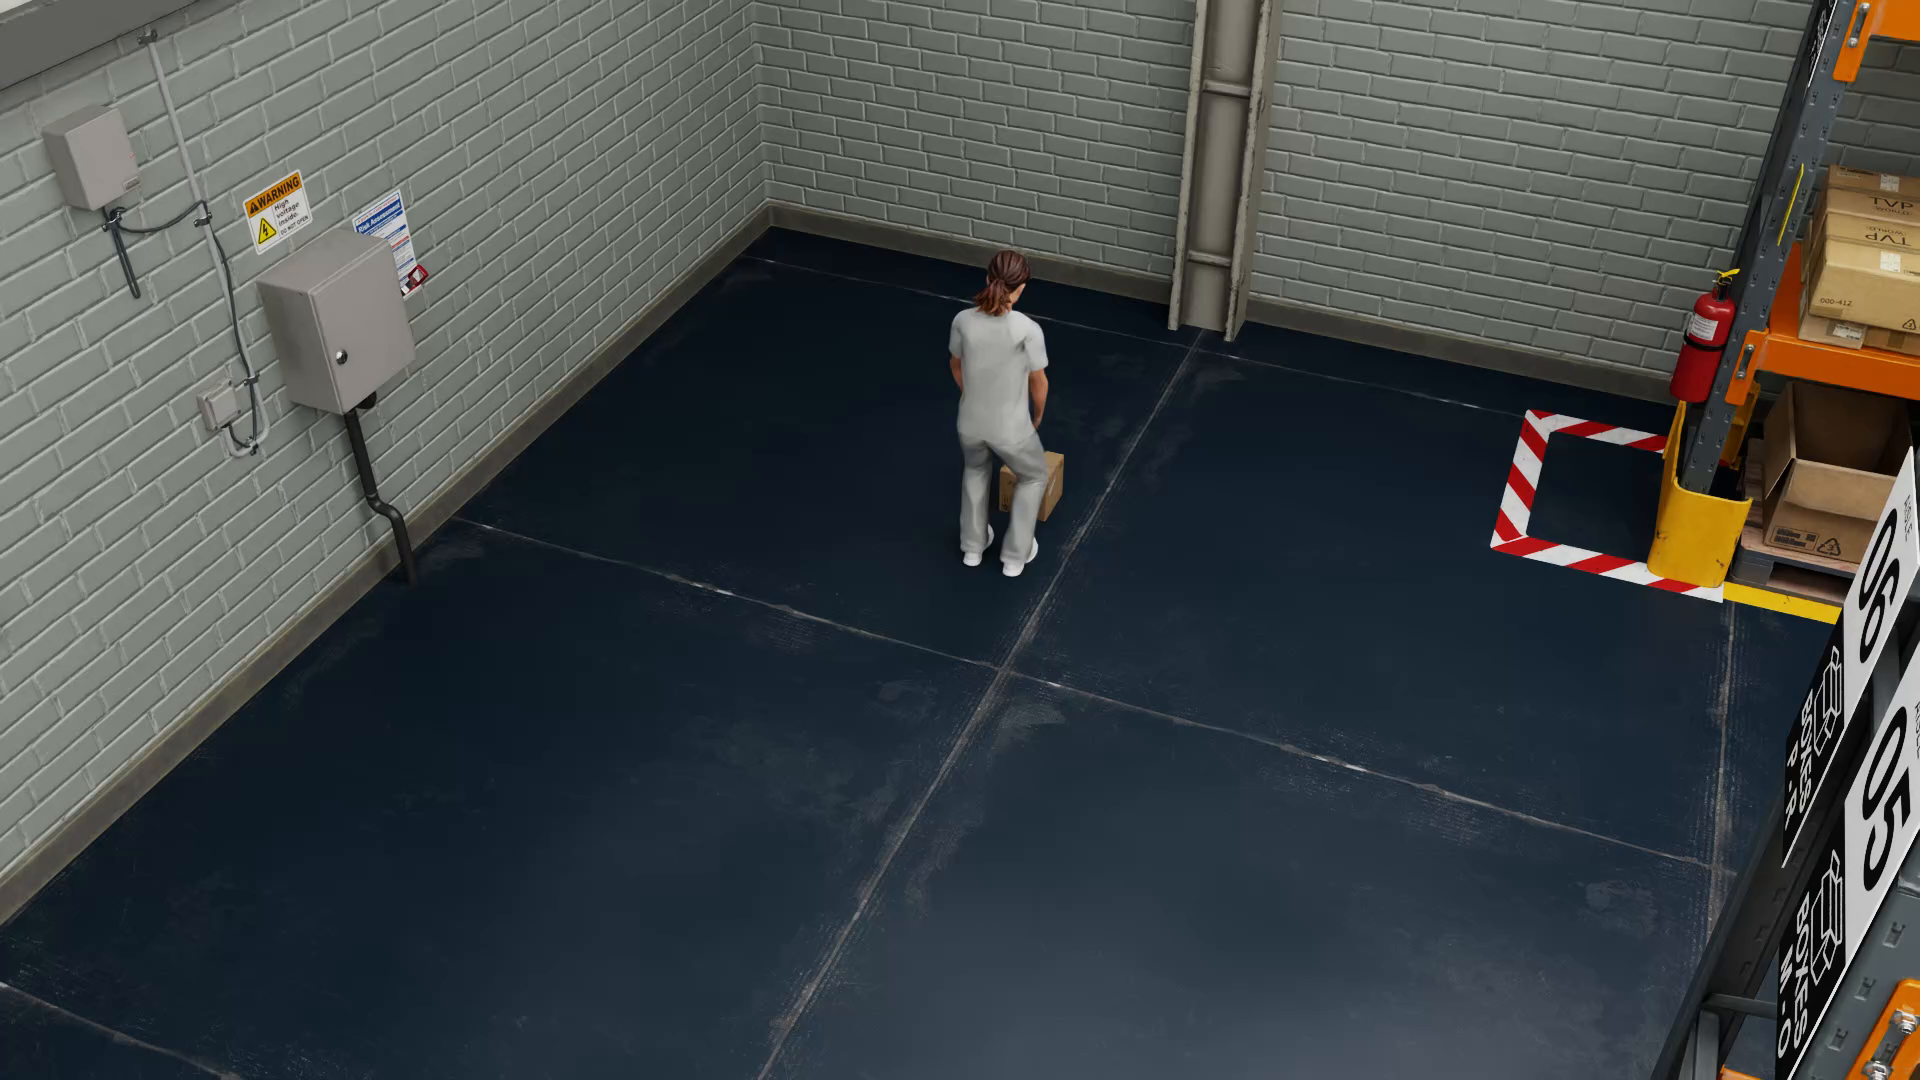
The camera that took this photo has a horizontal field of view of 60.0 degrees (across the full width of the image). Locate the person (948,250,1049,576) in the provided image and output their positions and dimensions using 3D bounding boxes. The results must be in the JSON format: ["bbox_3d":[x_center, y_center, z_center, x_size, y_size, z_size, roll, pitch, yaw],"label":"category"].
[{"bbox_3d":[0.167,-0.564,7.642,0.475,1.573,0.467,15,40,19],"label":"person"}]
